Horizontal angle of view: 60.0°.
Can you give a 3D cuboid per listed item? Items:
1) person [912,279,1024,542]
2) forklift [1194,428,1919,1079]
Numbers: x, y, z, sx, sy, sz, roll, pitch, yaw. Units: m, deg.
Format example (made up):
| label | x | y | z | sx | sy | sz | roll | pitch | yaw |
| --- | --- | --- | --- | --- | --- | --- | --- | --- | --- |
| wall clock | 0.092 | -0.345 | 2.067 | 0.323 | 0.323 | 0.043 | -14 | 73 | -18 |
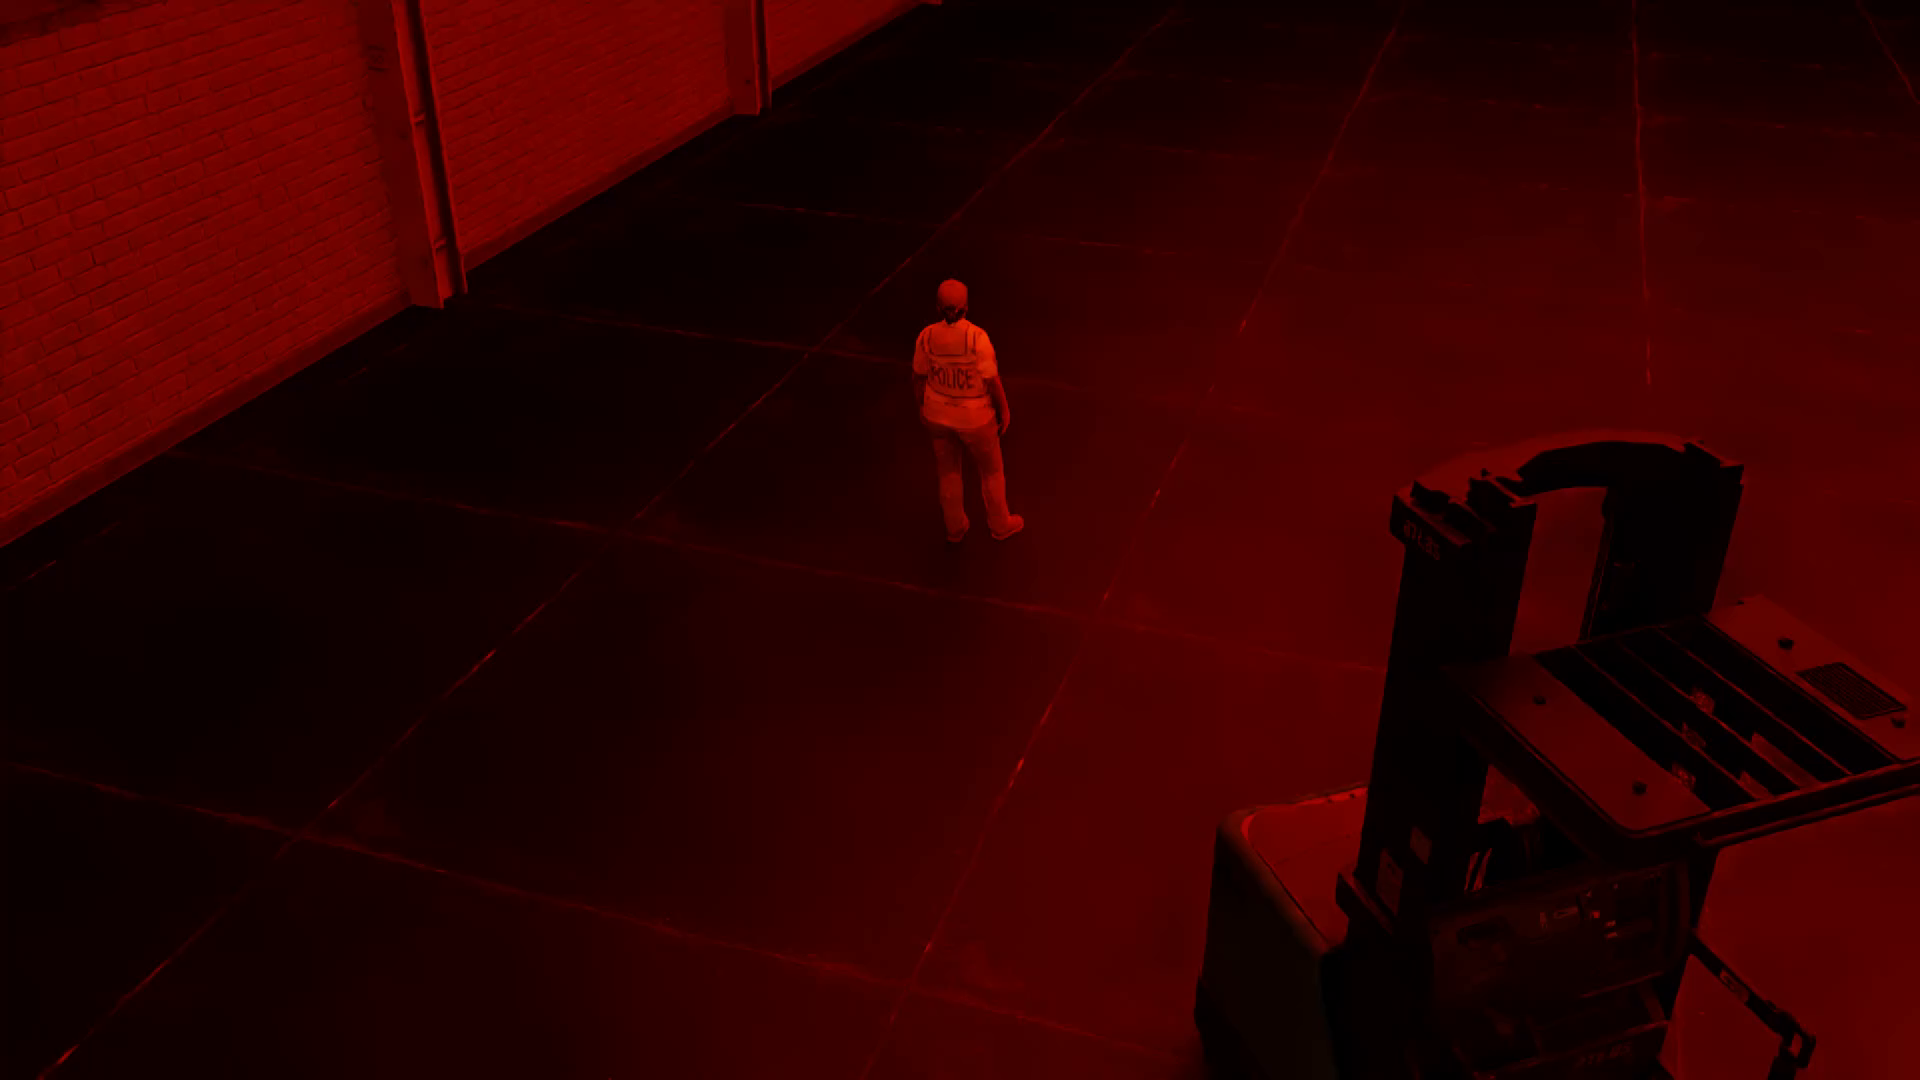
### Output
| label | x | y | z | sx | sy | sz | roll | pitch | yaw |
| --- | --- | --- | --- | --- | --- | --- | --- | --- | --- |
| person | 0.046 | -0.762 | 9.736 | 0.598 | 1.669 | 0.529 | 10 | 31 | 16 |
| forklift | 1.903 | 1.281 | 4.890 | 1.130 | 2.935 | 3.031 | -10 | 31 | -17 |
